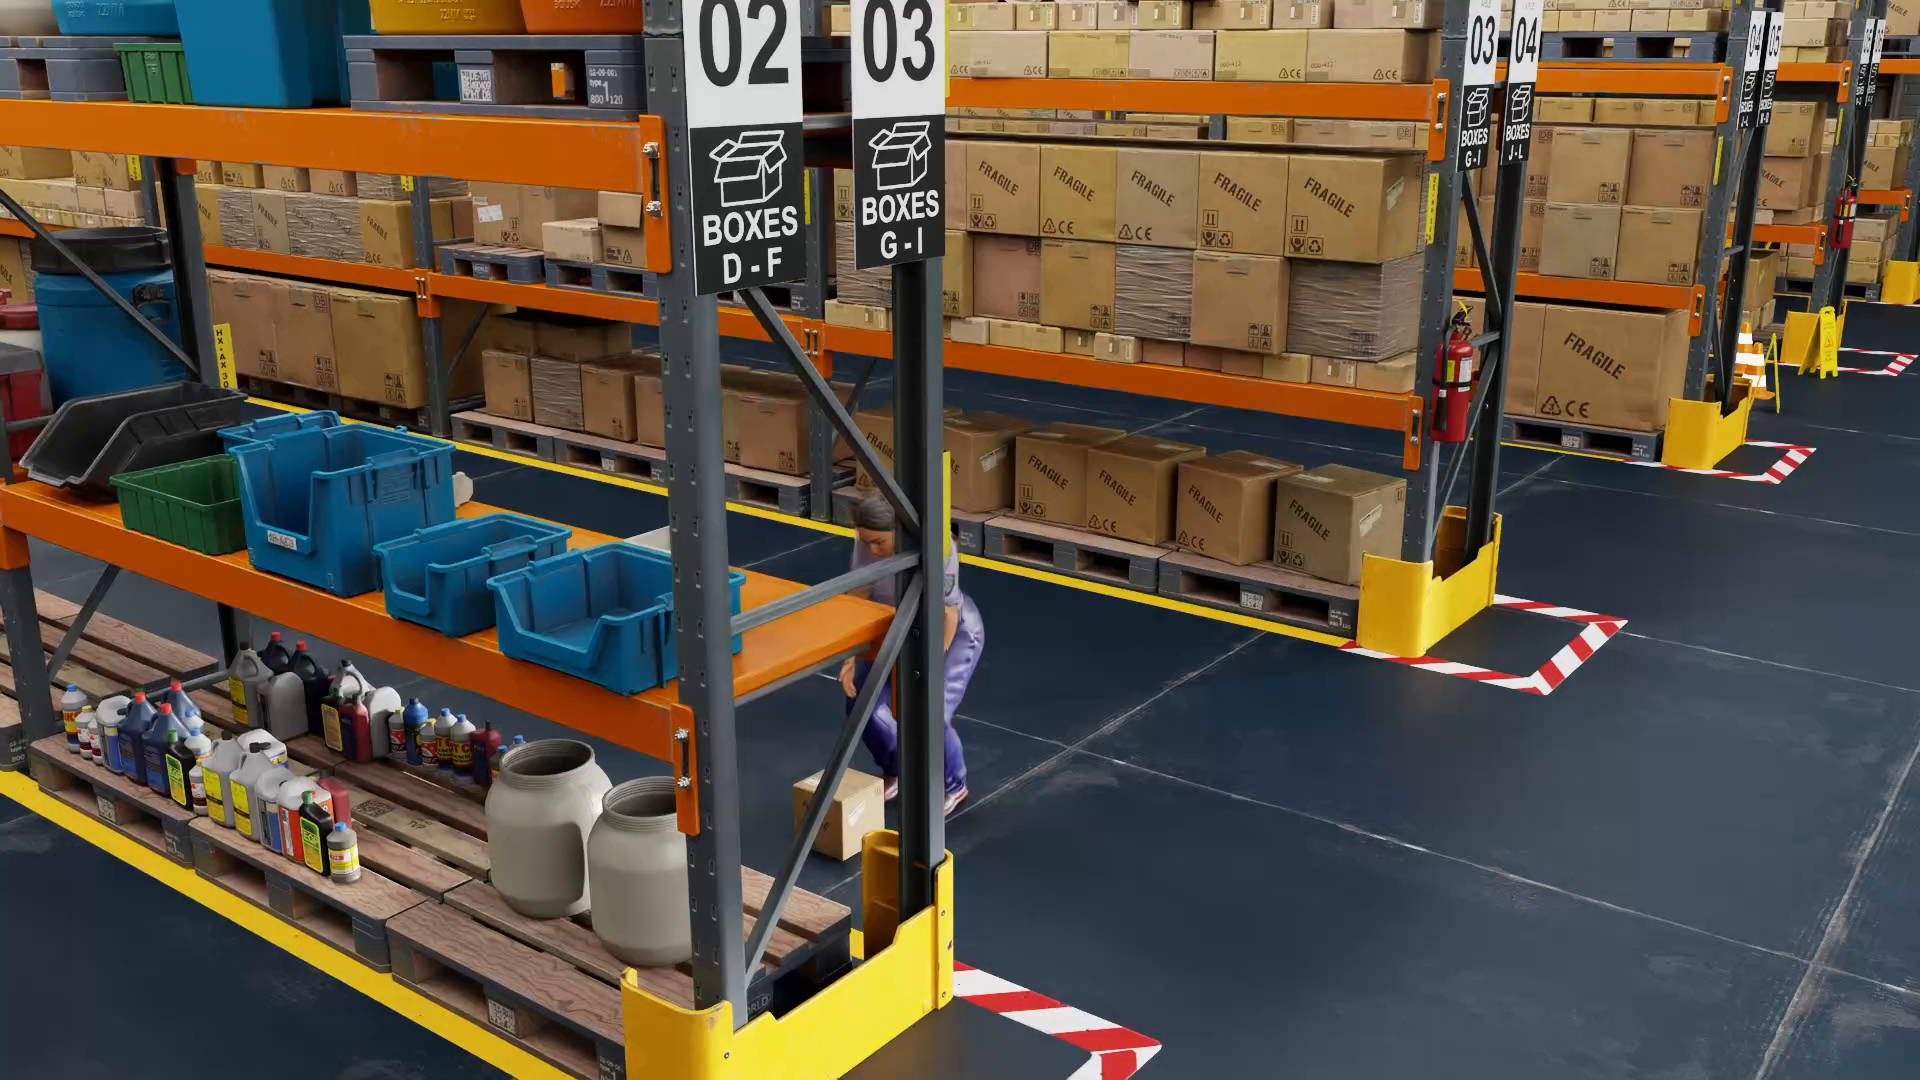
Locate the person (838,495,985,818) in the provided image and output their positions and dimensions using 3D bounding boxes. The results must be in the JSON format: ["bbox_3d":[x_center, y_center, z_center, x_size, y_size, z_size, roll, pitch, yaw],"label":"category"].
[{"bbox_3d":[-0.173,0.433,6.626,0.534,1.368,0.655,12,21,35],"label":"person"}]
